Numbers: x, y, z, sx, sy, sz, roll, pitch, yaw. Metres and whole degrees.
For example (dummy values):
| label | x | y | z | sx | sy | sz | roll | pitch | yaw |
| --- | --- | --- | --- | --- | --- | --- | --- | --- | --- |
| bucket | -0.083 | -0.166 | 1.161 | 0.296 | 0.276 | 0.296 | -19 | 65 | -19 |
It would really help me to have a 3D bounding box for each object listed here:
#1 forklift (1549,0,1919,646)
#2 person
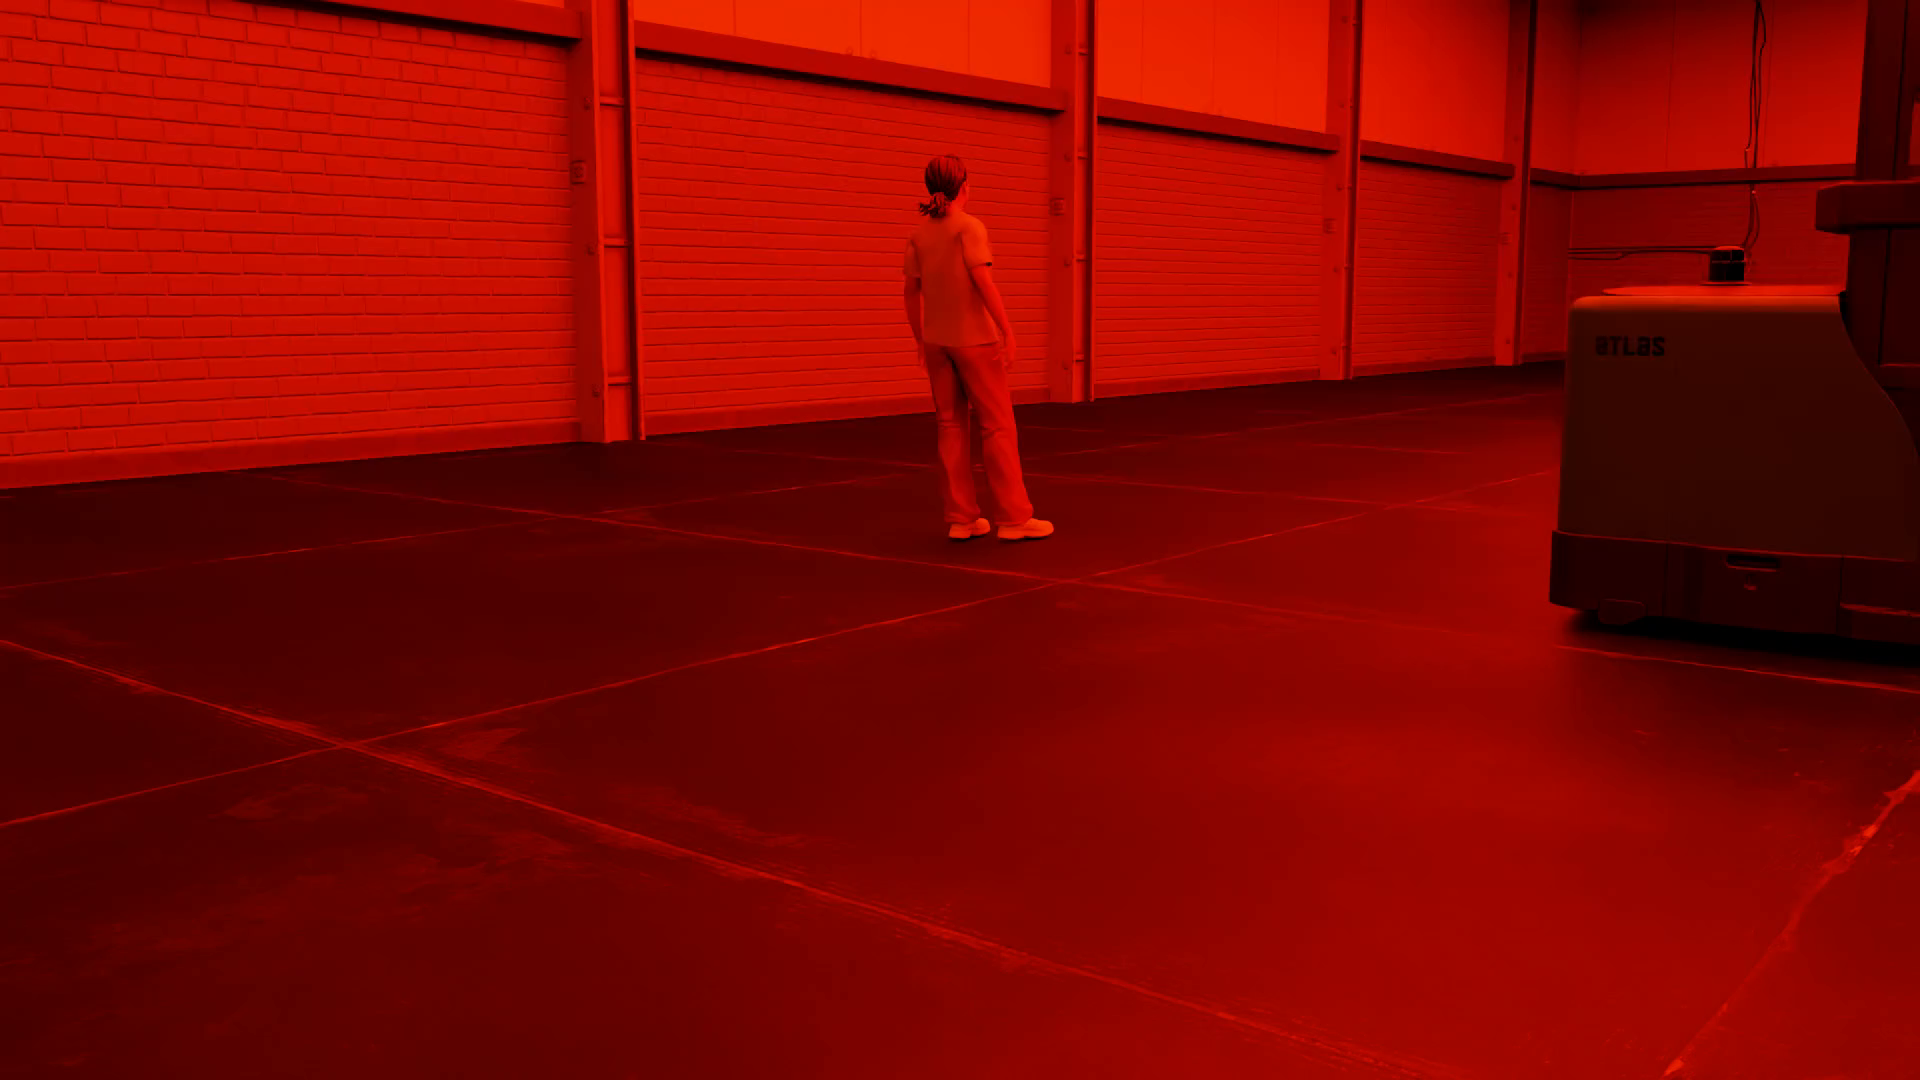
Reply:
| label | x | y | z | sx | sy | sz | roll | pitch | yaw |
| --- | --- | --- | --- | --- | --- | --- | --- | --- | --- |
| forklift | 3.445 | -1.102 | 4.813 | 3.031 | 2.935 | 1.130 | 6 | 10 | 35 |
| person | 0.056 | -0.844 | 7.333 | 0.553 | 1.673 | 0.548 | 7 | 11 | 38 |
